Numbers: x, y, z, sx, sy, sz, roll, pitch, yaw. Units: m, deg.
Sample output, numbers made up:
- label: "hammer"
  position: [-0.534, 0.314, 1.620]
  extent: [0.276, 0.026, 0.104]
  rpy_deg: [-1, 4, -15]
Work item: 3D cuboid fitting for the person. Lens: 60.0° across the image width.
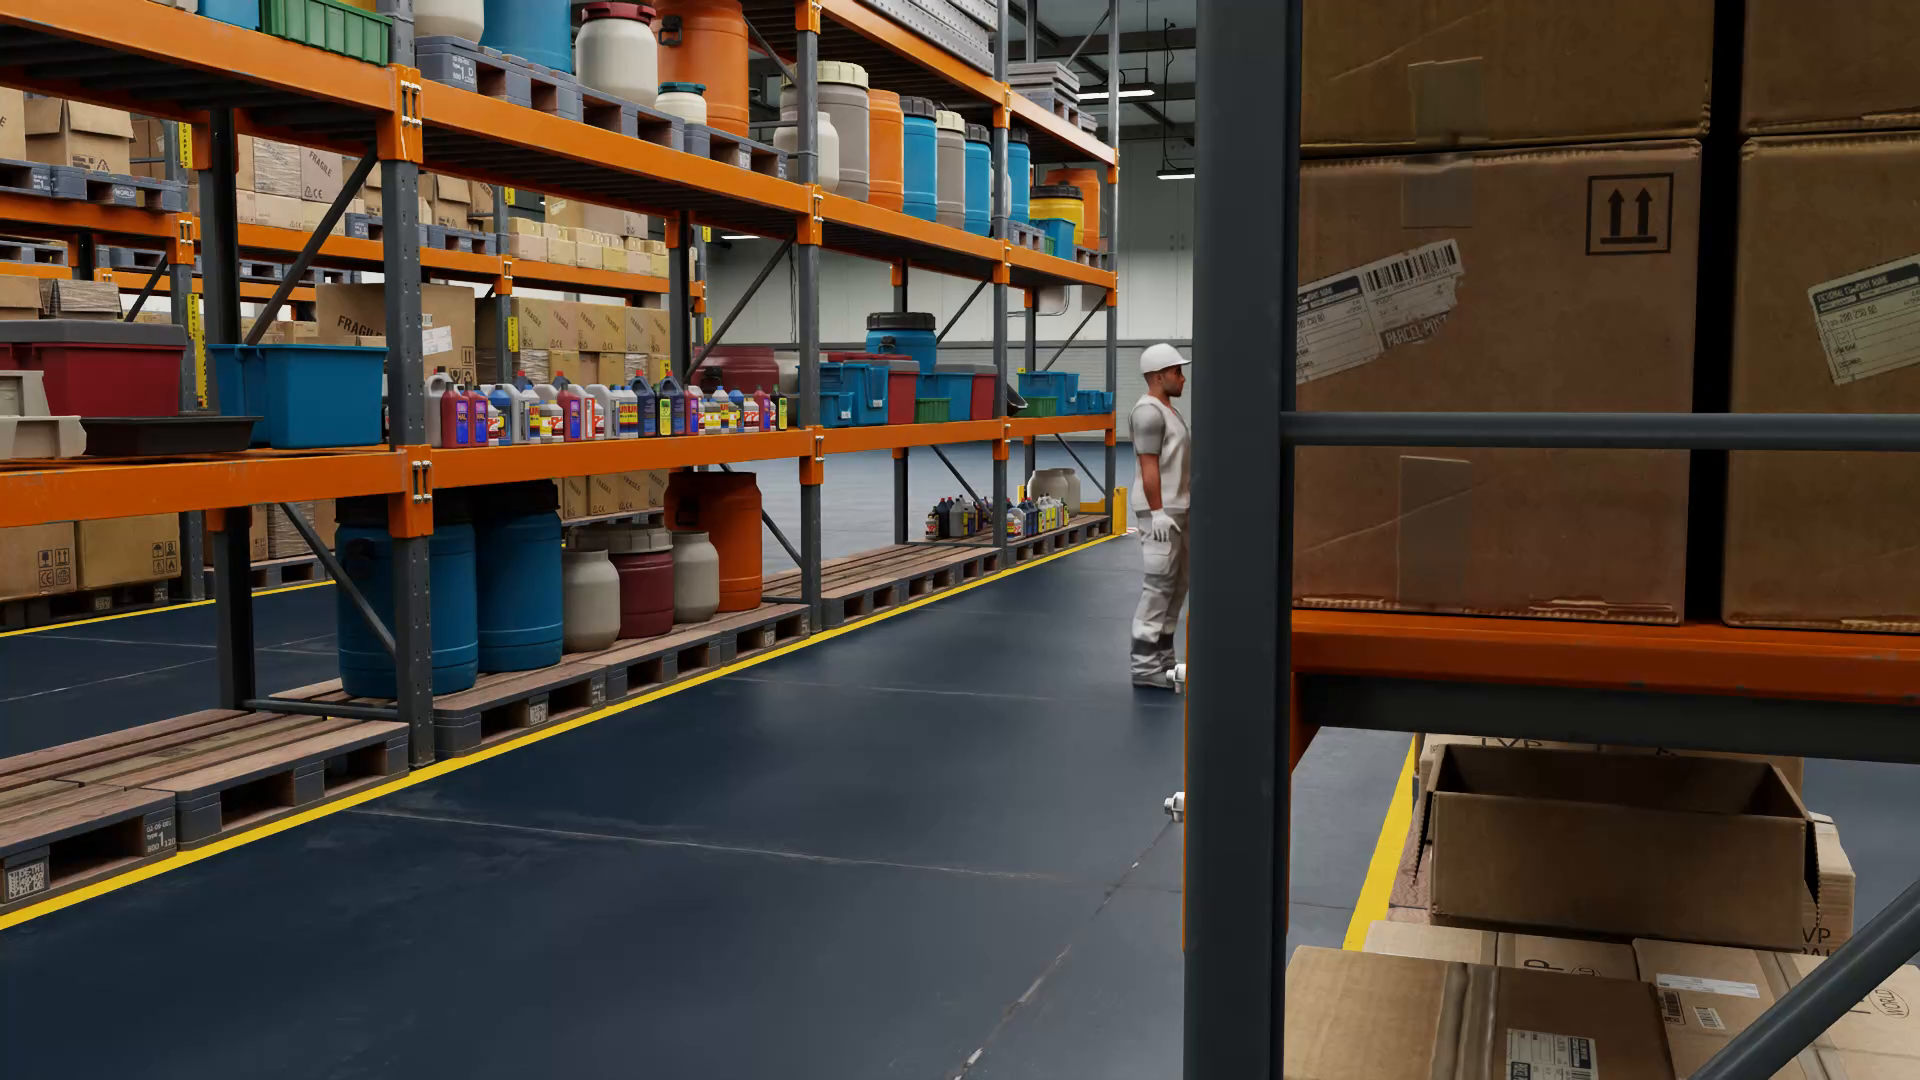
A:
- label: "person"
  position: [1.083, -0.130, 8.740]
  extent: [0.361, 1.789, 0.526]
  rpy_deg: [2, 5, 20]
